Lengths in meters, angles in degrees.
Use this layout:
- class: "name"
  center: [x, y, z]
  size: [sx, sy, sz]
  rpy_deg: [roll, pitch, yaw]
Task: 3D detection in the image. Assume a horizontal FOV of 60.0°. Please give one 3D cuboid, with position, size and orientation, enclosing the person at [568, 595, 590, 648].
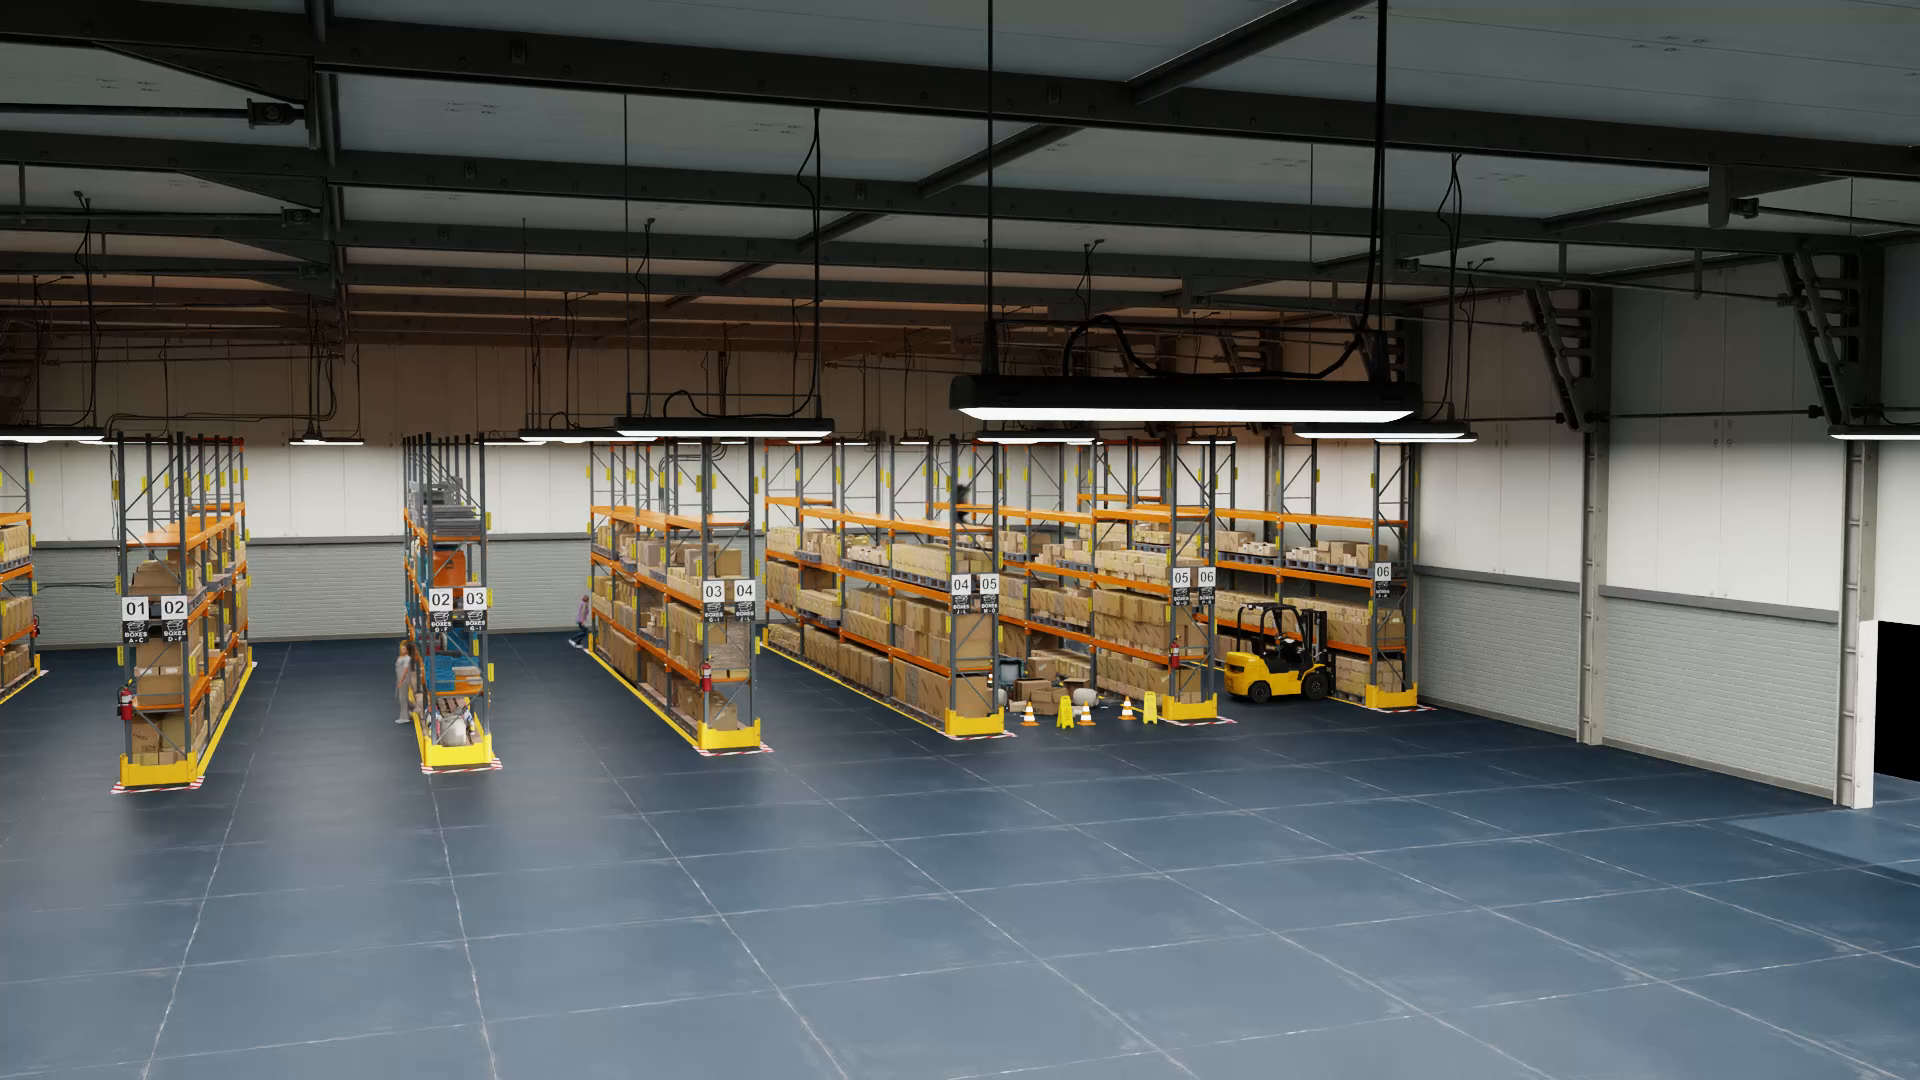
- class: "person"
  center: [-10.883, 2.334, 47.504]
  size: [0.660, 1.514, 0.517]
  rpy_deg: [-1, 3, -24]

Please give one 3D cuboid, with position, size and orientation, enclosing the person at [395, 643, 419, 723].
- class: "person"
  center: [-11.576, 2.967, 34.757]
  size: [0.584, 1.661, 0.633]
  rpy_deg: [-2, 4, -38]

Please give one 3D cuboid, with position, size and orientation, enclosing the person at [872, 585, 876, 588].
- class: "person"
  center: [-2.456, 2.165, 48.623]
  size: [0.910, 1.719, 0.774]
  rpy_deg: [2, 4, 33]
